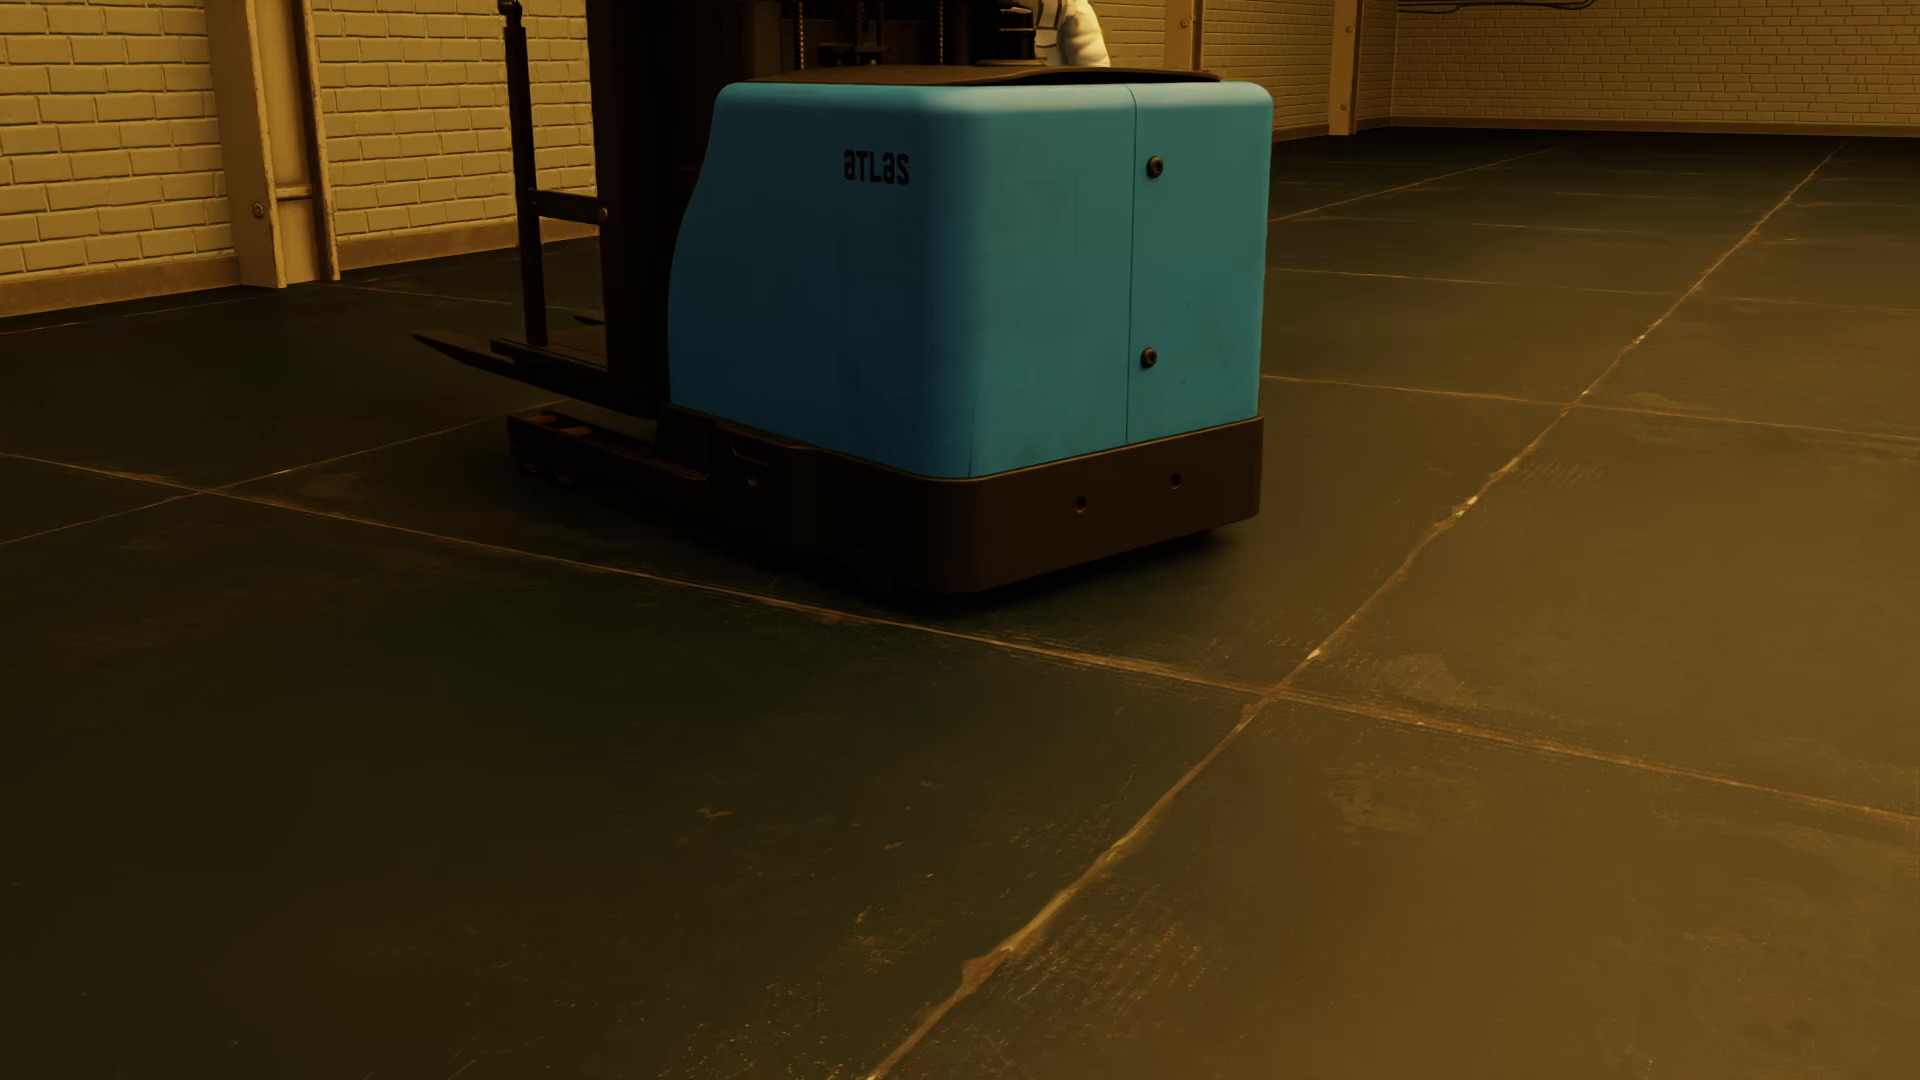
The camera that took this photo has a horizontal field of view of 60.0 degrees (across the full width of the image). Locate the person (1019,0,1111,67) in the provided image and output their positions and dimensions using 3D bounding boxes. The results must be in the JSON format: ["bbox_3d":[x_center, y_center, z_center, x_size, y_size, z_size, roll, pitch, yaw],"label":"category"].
[{"bbox_3d":[0.246,-1.065,4.843,0.603,1.603,0.873,7,18,21],"label":"person"}]

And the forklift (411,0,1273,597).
[{"bbox_3d":[-0.619,-1.634,4.400,1.130,2.935,3.031,-14,21,-39],"label":"forklift"}]
